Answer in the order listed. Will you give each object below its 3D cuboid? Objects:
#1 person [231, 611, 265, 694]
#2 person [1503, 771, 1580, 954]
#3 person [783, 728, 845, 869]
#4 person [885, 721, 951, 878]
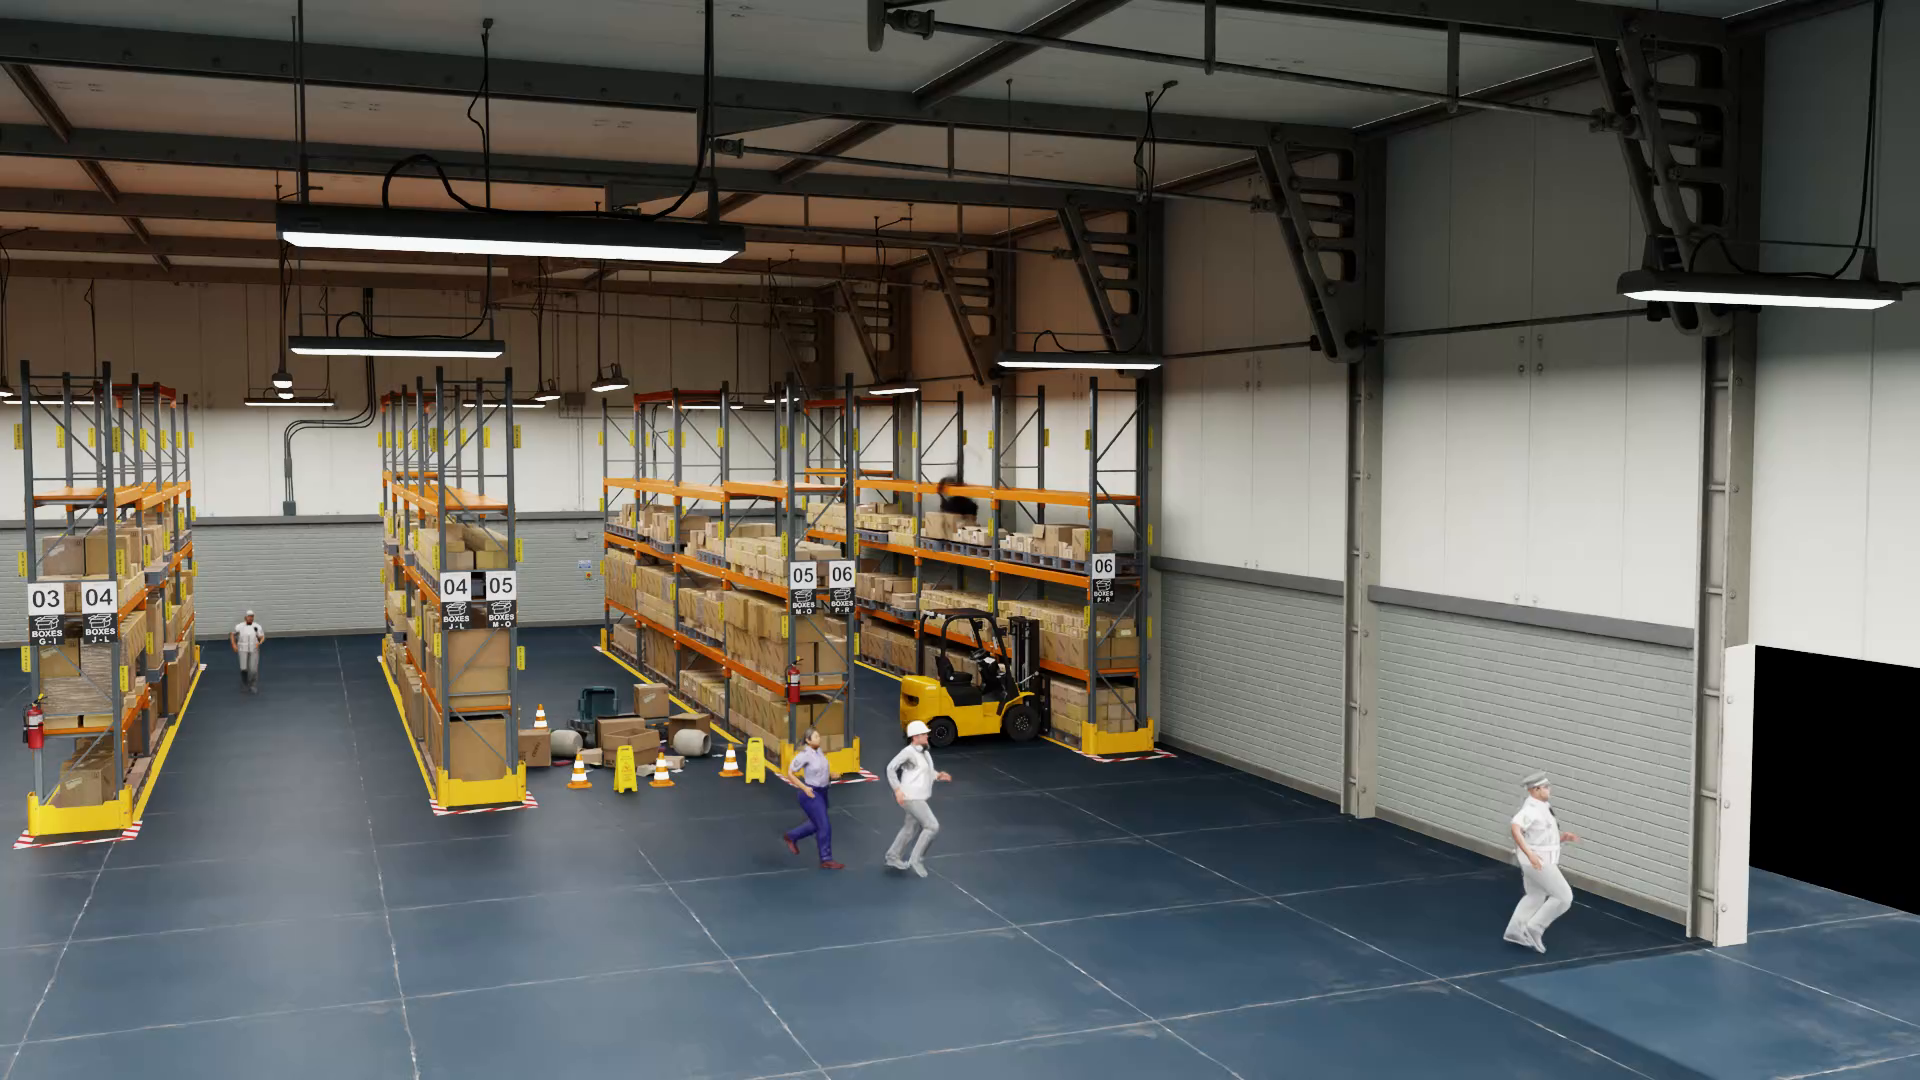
[{"bbox_3d":[-14.026,2.212,32.788,0.619,1.636,0.604,-2,4,-27],"label":"person"},{"bbox_3d":[5.694,3.143,16.261,0.693,1.776,0.641,1,4,15],"label":"person"},{"bbox_3d":[-1.740,3.013,19.517,0.862,1.617,0.619,1,4,21],"label":"person"},{"bbox_3d":[-0.492,2.973,19.087,0.810,1.800,0.620,1,4,17],"label":"person"}]
